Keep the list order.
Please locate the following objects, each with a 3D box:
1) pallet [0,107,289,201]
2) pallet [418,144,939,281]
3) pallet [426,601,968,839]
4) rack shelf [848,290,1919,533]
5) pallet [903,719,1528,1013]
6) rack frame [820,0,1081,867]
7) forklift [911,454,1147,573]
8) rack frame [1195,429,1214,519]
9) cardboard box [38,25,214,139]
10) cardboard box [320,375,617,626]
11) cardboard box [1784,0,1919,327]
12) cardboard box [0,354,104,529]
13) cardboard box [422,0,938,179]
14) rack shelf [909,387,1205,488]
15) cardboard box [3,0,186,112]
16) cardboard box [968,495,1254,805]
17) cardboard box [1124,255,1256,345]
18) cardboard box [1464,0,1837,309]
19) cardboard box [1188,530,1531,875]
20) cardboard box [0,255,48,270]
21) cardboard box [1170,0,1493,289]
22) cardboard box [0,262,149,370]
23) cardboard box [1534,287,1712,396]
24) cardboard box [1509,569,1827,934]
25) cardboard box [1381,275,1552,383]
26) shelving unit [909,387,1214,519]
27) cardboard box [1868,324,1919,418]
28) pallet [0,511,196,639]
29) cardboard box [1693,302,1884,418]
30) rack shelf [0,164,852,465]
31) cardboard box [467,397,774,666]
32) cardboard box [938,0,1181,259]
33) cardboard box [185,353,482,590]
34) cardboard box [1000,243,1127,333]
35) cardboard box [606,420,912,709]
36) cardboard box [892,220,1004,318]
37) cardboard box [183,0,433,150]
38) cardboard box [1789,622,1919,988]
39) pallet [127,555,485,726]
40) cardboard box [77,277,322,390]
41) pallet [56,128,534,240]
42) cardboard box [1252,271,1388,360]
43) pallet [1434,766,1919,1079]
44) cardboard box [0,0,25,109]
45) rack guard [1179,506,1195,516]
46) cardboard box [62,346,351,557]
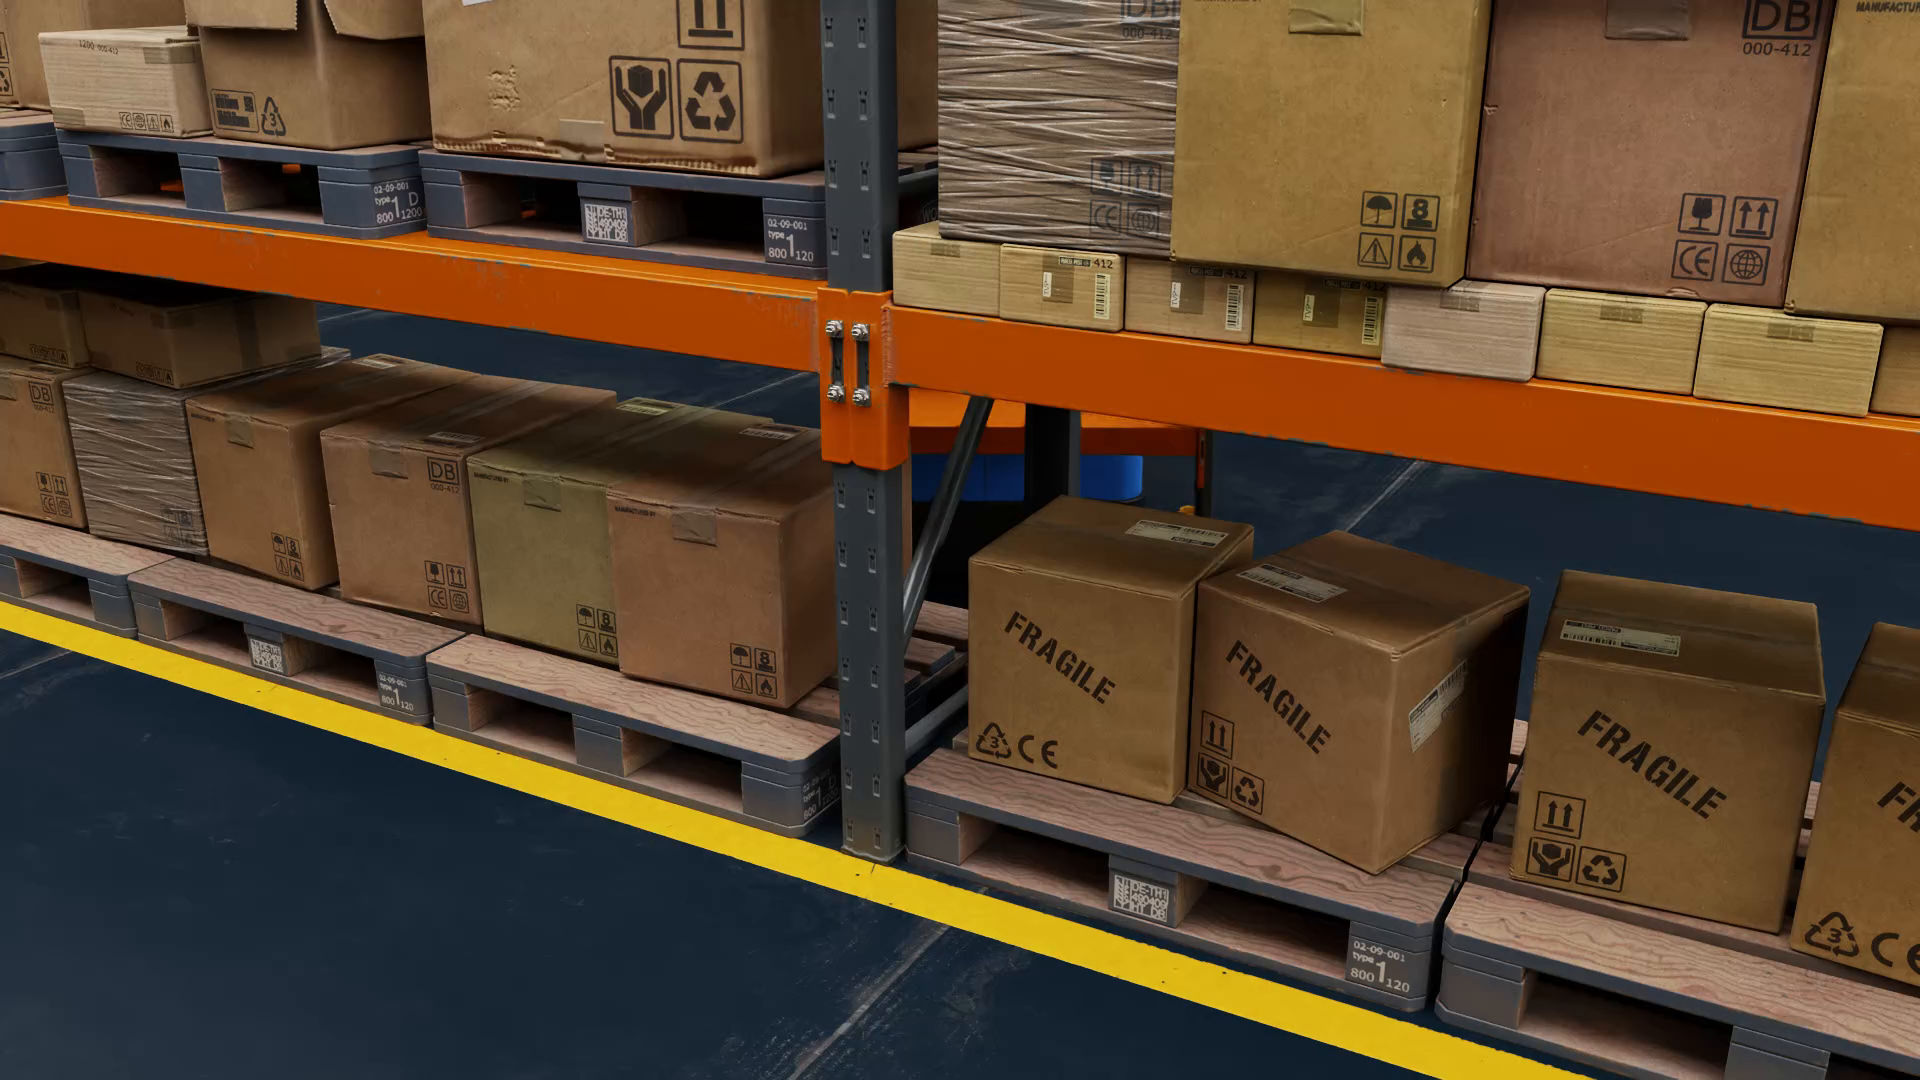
[{"bbox_3d":[-2.795,-1.309,5.357,1.003,0.211,1.213,11,23,27],"label":"pallet"},{"bbox_3d":[-0.574,-0.901,4.232,1.213,0.211,1.003,11,23,27],"label":"pallet"},{"bbox_3d":[-0.658,0.361,4.561,1.213,0.211,1.003,11,23,27],"label":"pallet"},{"bbox_3d":[1.769,-0.150,2.935,4.000,0.370,1.077,11,23,27],"label":"rack shelf"},{"bbox_3d":[0.626,0.591,3.926,1.213,0.211,1.003,11,23,27],"label":"pallet"},{"bbox_3d":[0.023,-0.821,3.730,0.127,3.000,1.000,11,23,27],"label":"rack frame"},{"bbox_3d":[0.061,-1.720,6.308,1.130,2.935,3.031,0,20,-1],"label":"forklift"},{"bbox_3d":[0.713,-0.485,4.815,0.032,1.500,0.500,1,19,6],"label":"rack frame"},{"bbox_3d":[-2.118,-1.266,4.560,0.500,0.250,0.500,10,22,26],"label":"cardboard box"},{"bbox_3d":[-1.399,-0.139,4.870,0.500,0.500,0.700,9,22,23],"label":"cardboard box"},{"bbox_3d":[1.707,-0.672,2.737,0.500,0.500,0.875,11,23,27],"label":"cardboard box"},{"bbox_3d":[-2.875,-0.412,5.624,0.500,0.500,0.700,10,22,24],"label":"cardboard box"},{"bbox_3d":[-0.603,-1.474,4.035,1.000,1.000,1.000,11,23,28],"label":"cardboard box"},{"bbox_3d":[0.212,-0.322,4.928,1.000,0.185,0.538,1,19,6],"label":"rack shelf"},{"bbox_3d":[-2.442,-1.590,5.086,0.500,0.500,0.700,15,25,35],"label":"cardboard box"},{"bbox_3d":[0.352,0.235,3.868,0.500,0.500,0.500,10,22,26],"label":"cardboard box"},{"bbox_3d":[0.507,-0.499,3.210,0.250,0.149,0.380,11,23,27],"label":"cardboard box"},{"bbox_3d":[1.290,-0.768,3.000,0.500,0.500,0.875,11,23,27],"label":"cardboard box"},{"bbox_3d":[0.856,0.328,3.612,0.500,0.500,0.500,-17,26,-39],"label":"cardboard box"},{"bbox_3d":[-4.062,-0.806,6.188,0.875,0.875,1.225,10,22,25],"label":"cardboard box"},{"bbox_3d":[0.805,-0.821,3.147,0.500,0.500,0.875,11,23,27],"label":"cardboard box"},{"bbox_3d":[-2.870,-0.768,5.504,0.500,0.250,0.500,12,23,29],"label":"cardboard box"},{"bbox_3d":[1.167,-0.377,2.874,0.250,0.149,0.380,11,23,27],"label":"cardboard box"},{"bbox_3d":[1.437,0.408,3.391,0.500,0.500,0.500,9,22,23],"label":"cardboard box"},{"bbox_3d":[0.929,-0.406,2.955,0.250,0.149,0.380,11,23,27],"label":"cardboard box"},{"bbox_3d":[0.199,-0.492,4.871,1.083,1.500,0.587,1,19,6],"label":"shelving unit"},{"bbox_3d":[1.620,-0.304,2.673,0.250,0.149,0.380,11,23,27],"label":"cardboard box"},{"bbox_3d":[-2.788,-0.045,5.679,1.213,0.211,1.003,11,23,27],"label":"pallet"},{"bbox_3d":[1.380,-0.332,2.750,0.250,0.149,0.380,11,23,27],"label":"cardboard box"},{"bbox_3d":[-1.723,-0.815,4.769,4.000,0.370,1.077,11,23,27],"label":"rack shelf"},{"bbox_3d":[-0.910,-0.046,4.614,0.500,0.500,0.700,11,22,27],"label":"cardboard box"},{"bbox_3d":[0.385,-0.915,3.405,0.500,0.500,0.875,11,23,27],"label":"cardboard box"},{"bbox_3d":[-1.886,-0.232,5.126,0.500,0.500,0.700,13,24,32],"label":"cardboard box"},{"bbox_3d":[0.276,-0.532,3.302,0.250,0.149,0.380,11,23,27],"label":"cardboard box"},{"bbox_3d":[-0.503,0.039,4.380,0.500,0.500,0.700,9,22,23],"label":"cardboard box"},{"bbox_3d":[0.064,-0.578,3.427,0.250,0.149,0.380,11,23,27],"label":"cardboard box"},{"bbox_3d":[-1.536,-1.328,4.359,0.637,0.503,0.797,13,24,33],"label":"cardboard box"},{"bbox_3d":[1.902,0.514,3.099,0.500,0.500,0.500,13,24,32],"label":"cardboard box"},{"bbox_3d":[-1.727,0.158,5.119,1.213,0.211,1.003,11,23,27],"label":"pallet"},{"bbox_3d":[-2.402,-0.683,5.269,0.500,0.250,0.500,14,24,33],"label":"cardboard box"},{"bbox_3d":[-1.721,-1.079,4.722,1.213,0.211,1.003,11,23,27],"label":"pallet"},{"bbox_3d":[0.730,-0.460,3.103,0.250,0.149,0.380,11,23,27],"label":"cardboard box"},{"bbox_3d":[1.696,0.794,3.368,1.213,0.211,1.003,11,23,27],"label":"pallet"},{"bbox_3d":[-2.978,-1.653,5.260,0.500,0.500,0.500,8,21,21],"label":"cardboard box"},{"bbox_3d":[0.708,0.106,5.018,0.087,0.250,0.587,1,19,6],"label":"rack guard"},{"bbox_3d":[-2.384,-0.324,5.380,0.500,0.500,0.700,9,22,23],"label":"cardboard box"}]
